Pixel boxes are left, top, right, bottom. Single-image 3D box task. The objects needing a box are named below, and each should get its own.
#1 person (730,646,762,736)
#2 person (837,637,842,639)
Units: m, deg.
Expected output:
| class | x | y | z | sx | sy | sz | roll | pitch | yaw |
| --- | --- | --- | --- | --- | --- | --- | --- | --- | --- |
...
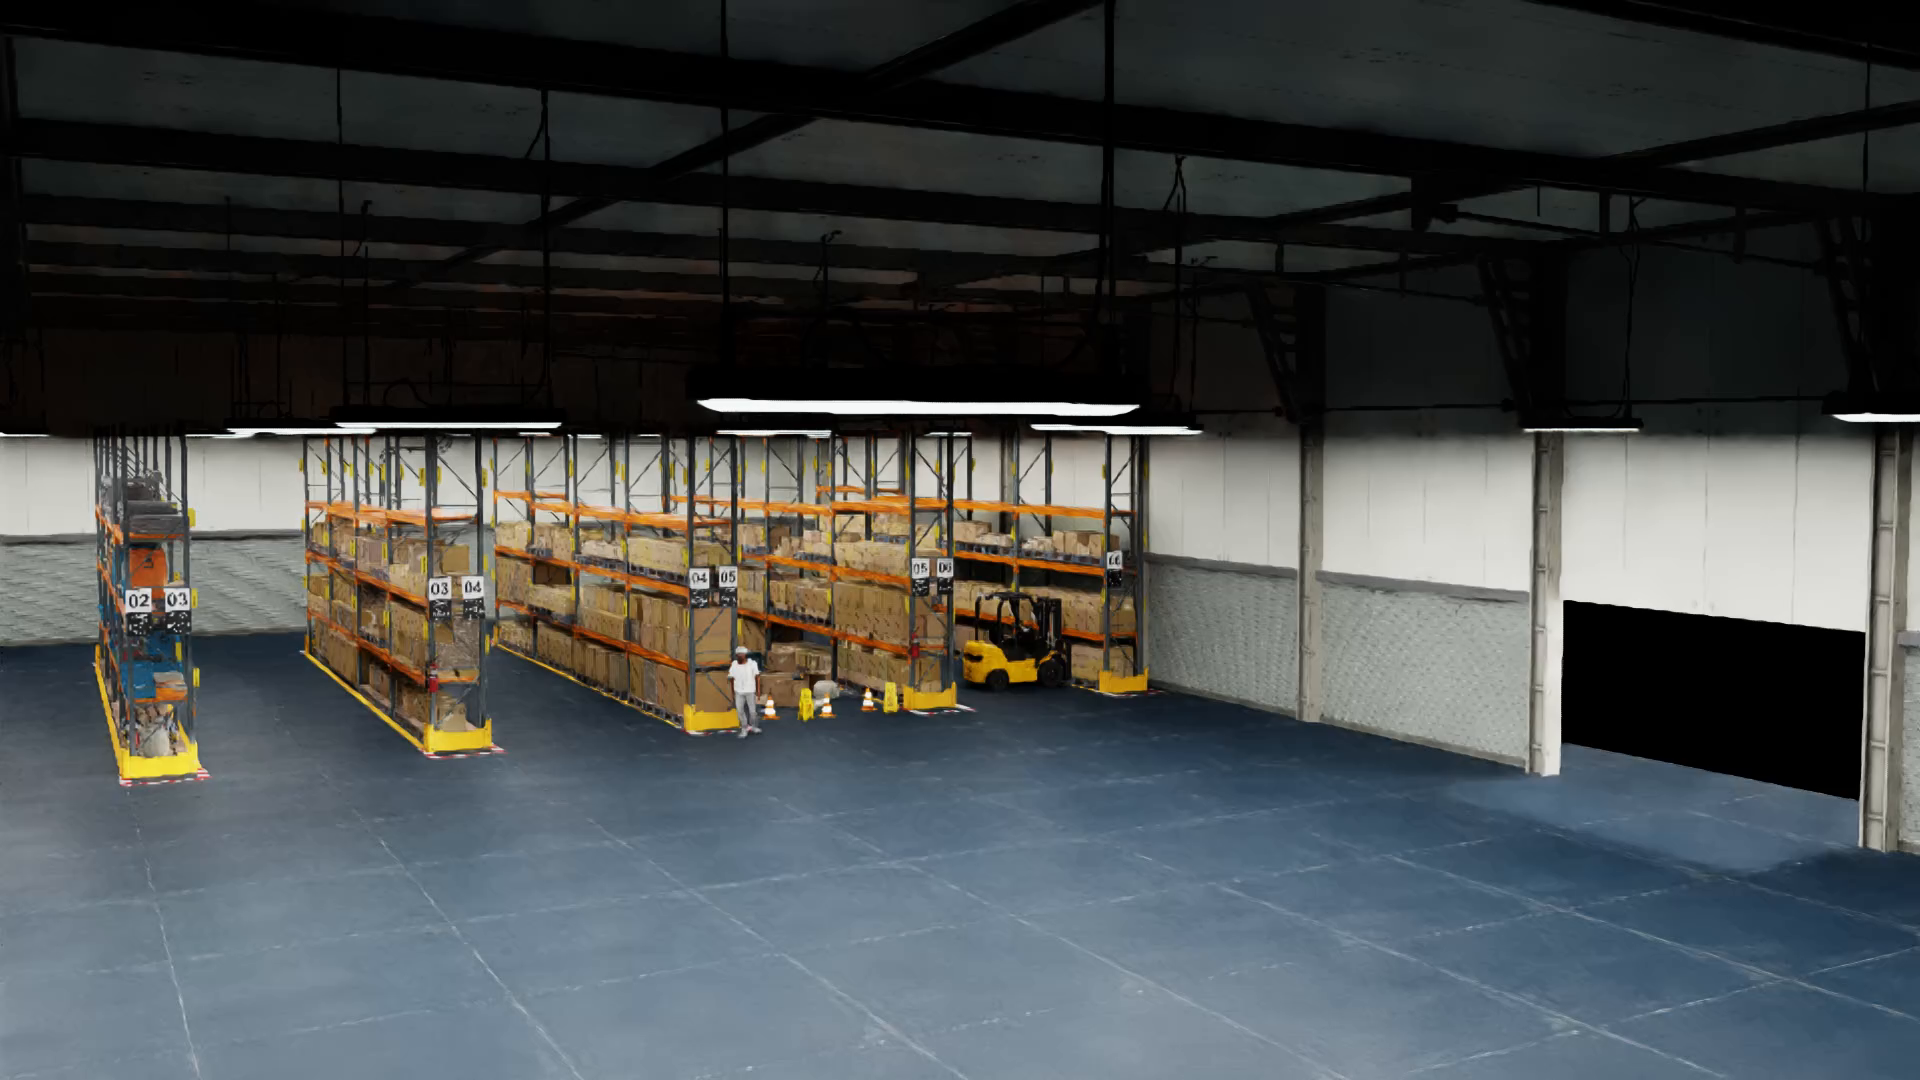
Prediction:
| class | x | y | z | sx | sy | sz | roll | pitch | yaw |
| --- | --- | --- | --- | --- | --- | --- | --- | --- | --- |
| person | -4.139 | 2.904 | 32.161 | 0.607 | 1.751 | 0.574 | 0 | 3 | 7 |
| person | -3.249 | 2.008 | 47.374 | 0.525 | 1.668 | 0.565 | -1 | 4 | -11 |
